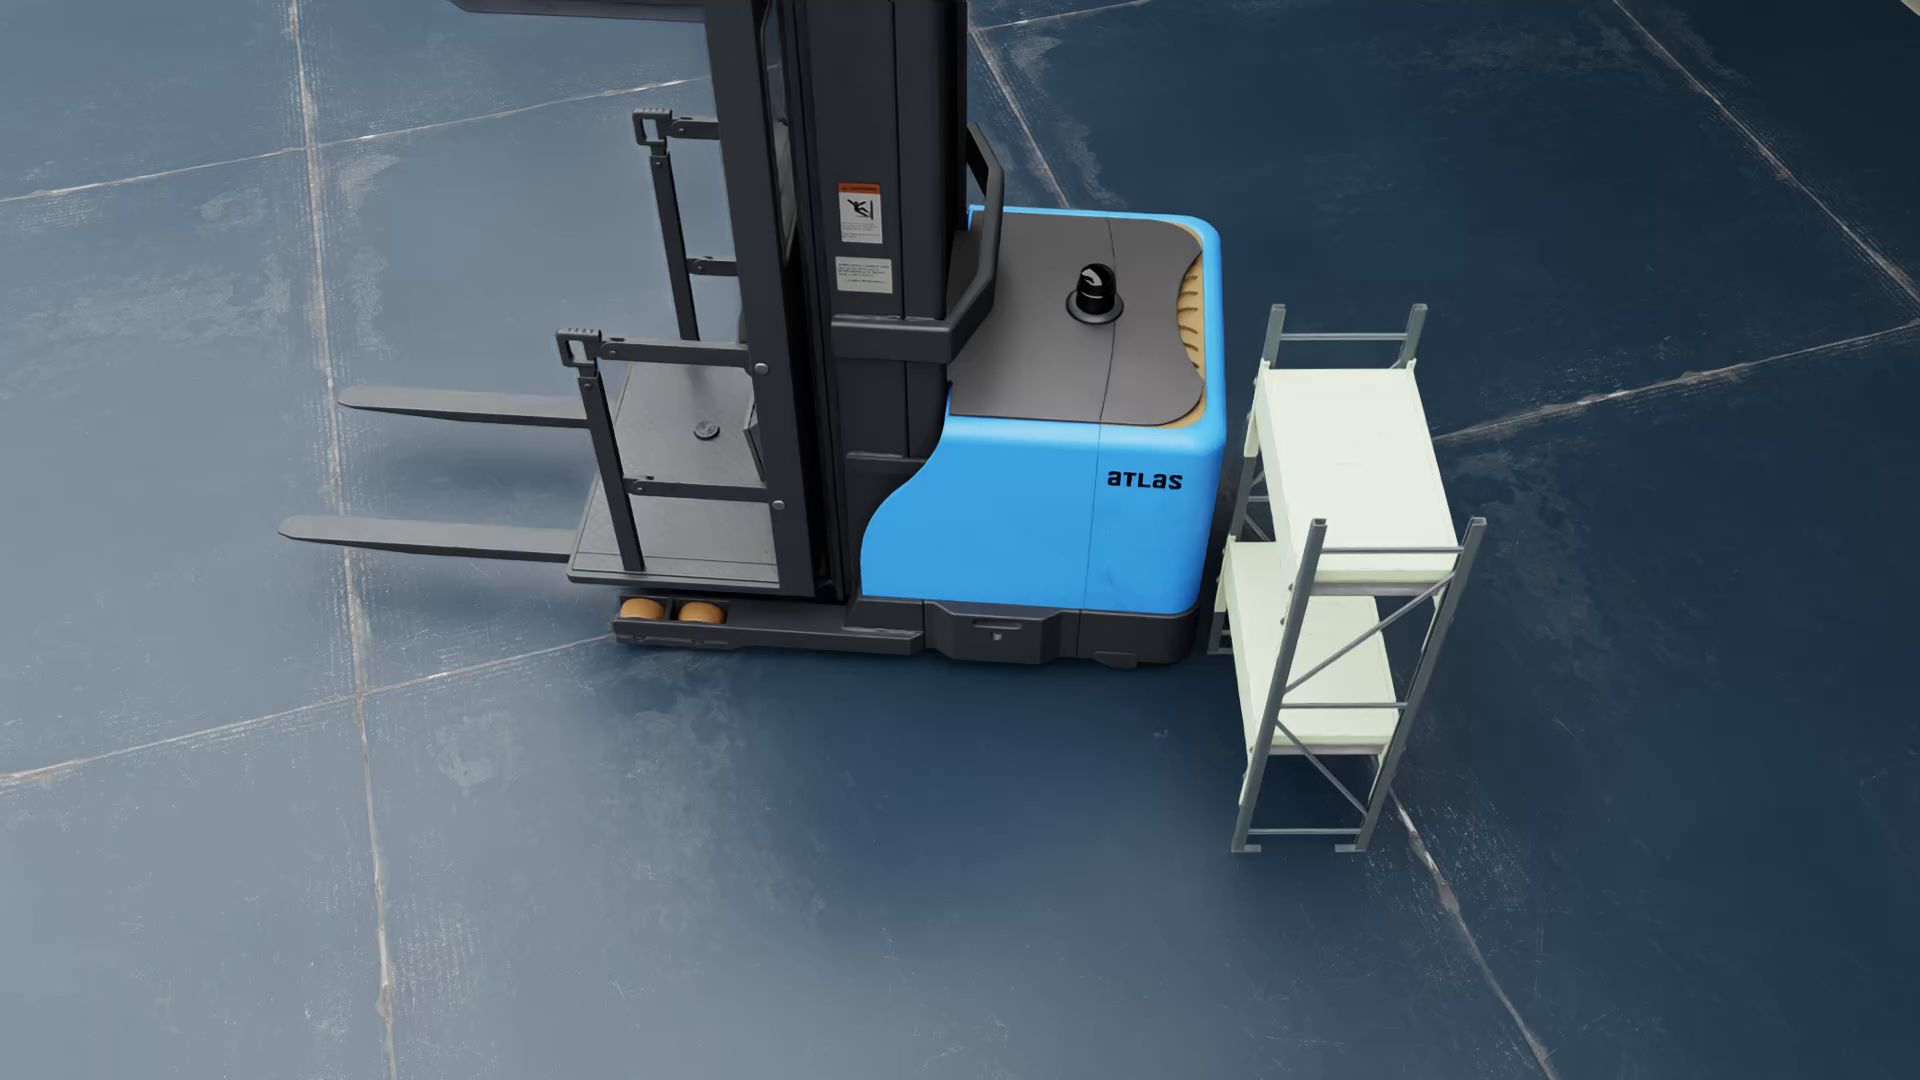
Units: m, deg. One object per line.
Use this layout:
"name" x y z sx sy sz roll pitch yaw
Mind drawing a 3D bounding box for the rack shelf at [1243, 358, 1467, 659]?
"rack shelf" 1.009 -0.090 4.335 0.431 0.370 0.720 0 50 0

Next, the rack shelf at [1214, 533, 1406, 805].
"rack shelf" 1.009 0.371 4.882 0.431 0.370 0.720 0 50 0

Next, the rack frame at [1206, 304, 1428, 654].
"rack frame" 1.007 -0.119 4.869 0.400 1.500 0.023 0 50 0

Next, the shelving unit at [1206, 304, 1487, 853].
"shelving unit" 1.009 0.161 4.633 0.431 1.500 0.755 0 50 0

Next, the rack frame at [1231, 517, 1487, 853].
"rack frame" 1.011 0.441 4.397 0.400 1.500 0.023 0 50 0

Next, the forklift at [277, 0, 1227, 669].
"forklift" -0.716 -0.989 4.666 3.031 2.935 1.130 3 50 3
